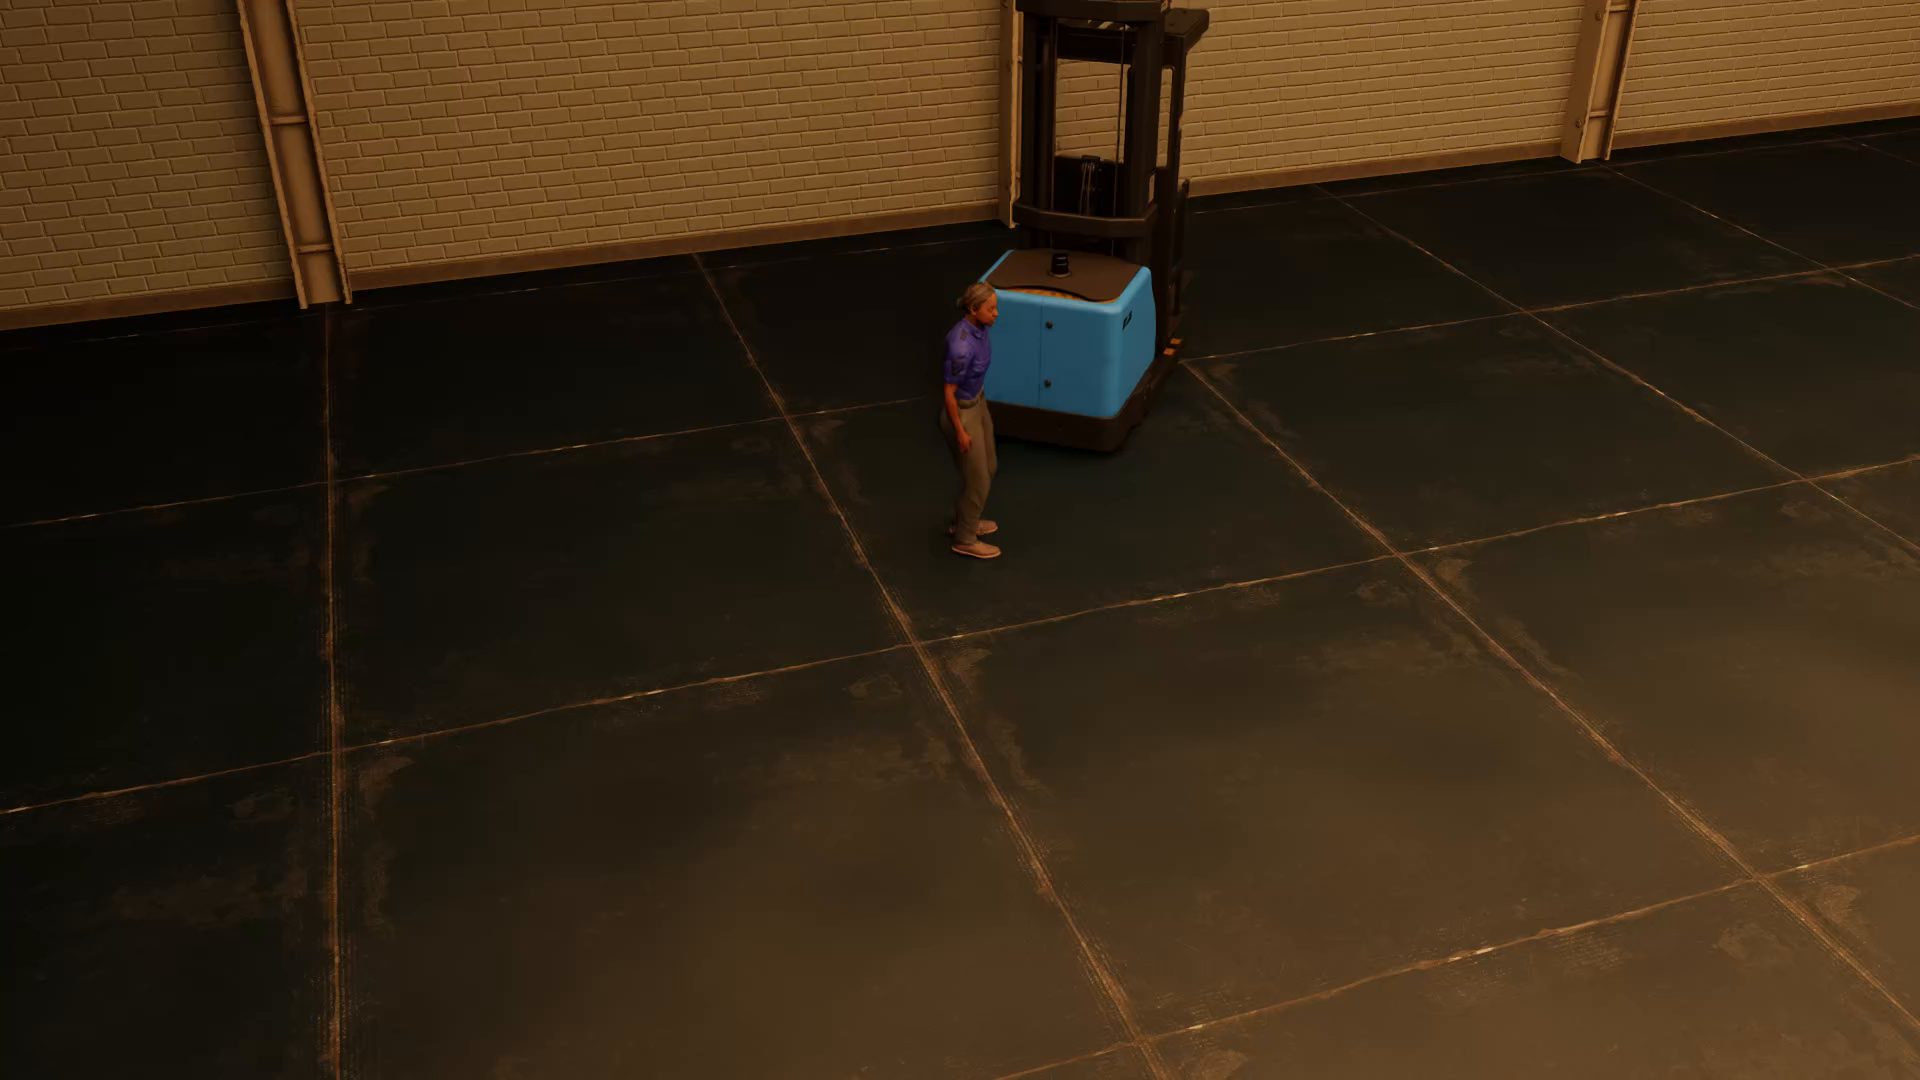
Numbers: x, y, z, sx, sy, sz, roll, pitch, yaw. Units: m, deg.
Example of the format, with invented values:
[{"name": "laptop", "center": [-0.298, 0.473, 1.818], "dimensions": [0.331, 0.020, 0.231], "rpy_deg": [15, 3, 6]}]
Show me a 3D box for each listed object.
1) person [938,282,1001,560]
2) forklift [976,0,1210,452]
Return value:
[{"name": "person", "center": [0.088, -0.698, 9.600], "dimensions": [0.400, 1.639, 0.547], "rpy_deg": [9, 31, 16]}, {"name": "forklift", "center": [1.033, -2.570, 11.553], "dimensions": [1.130, 2.935, 3.031], "rpy_deg": [10, 31, 17]}]
